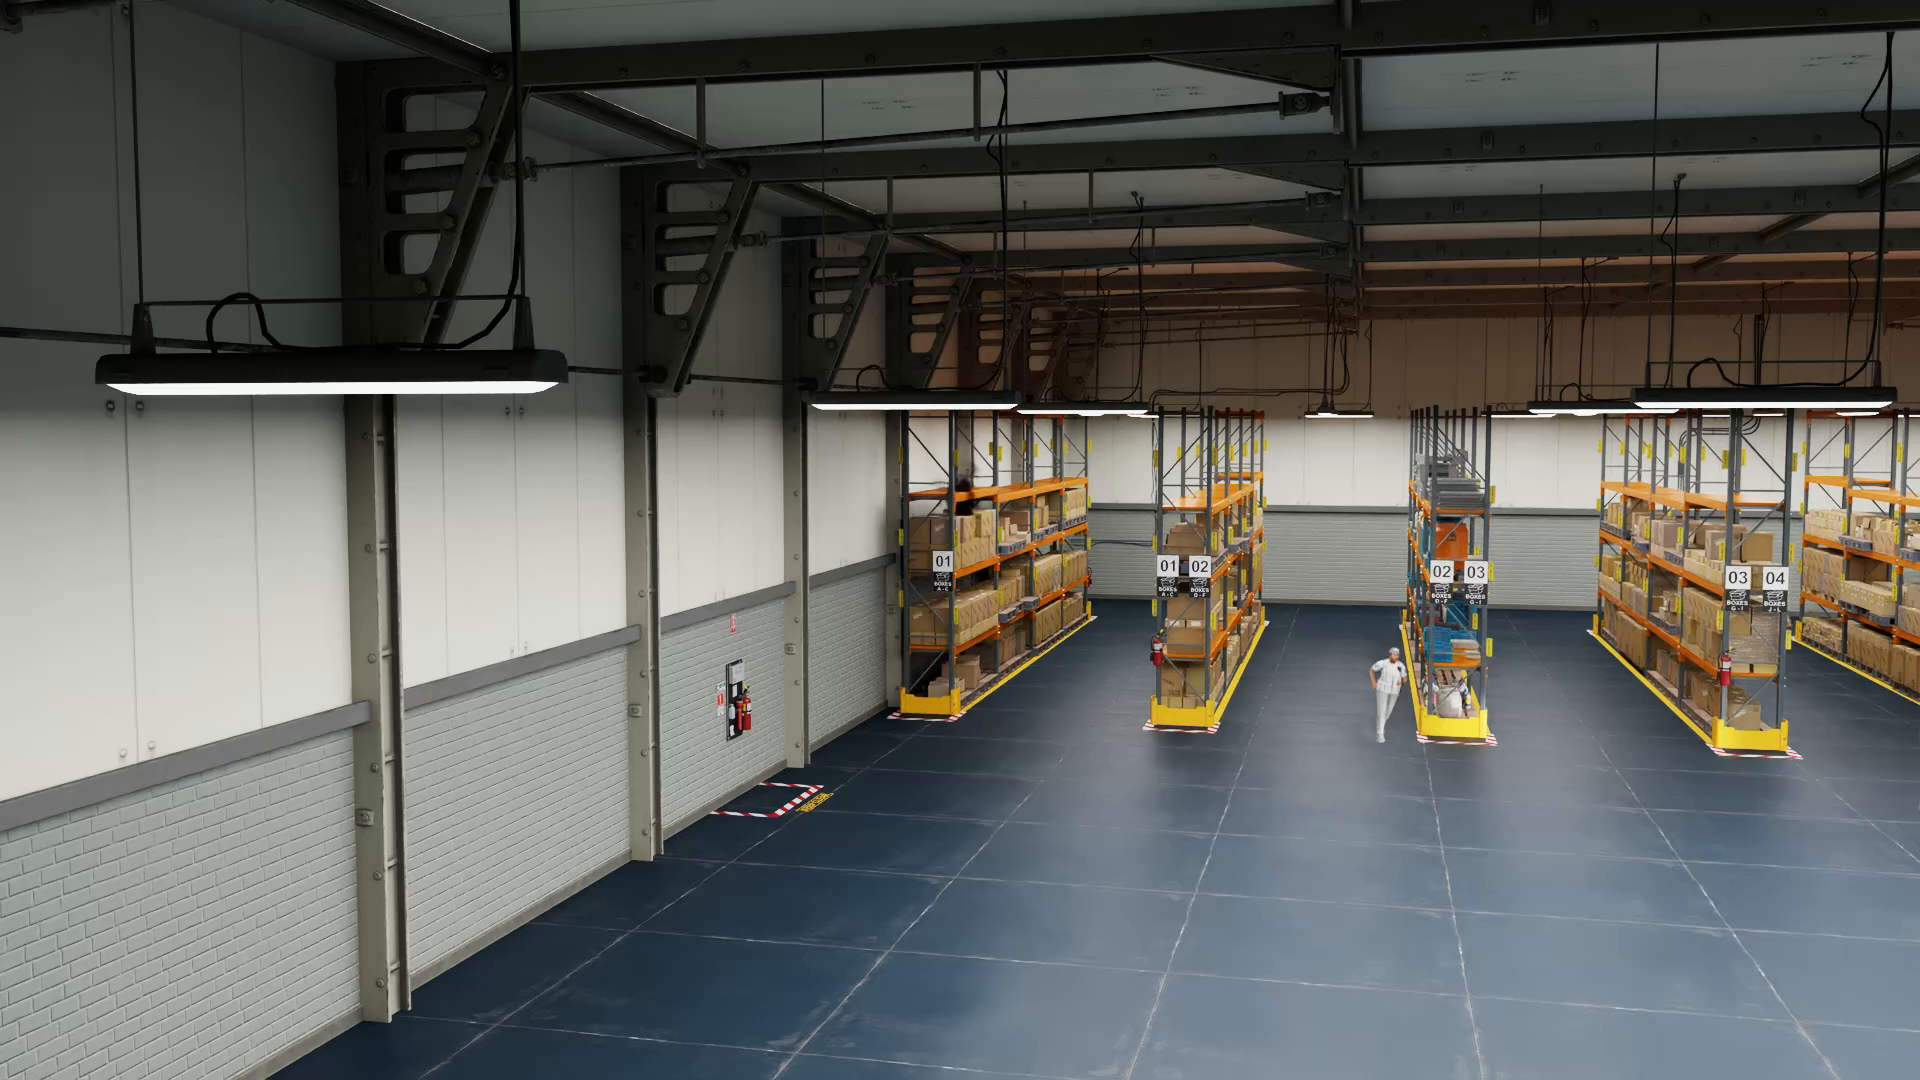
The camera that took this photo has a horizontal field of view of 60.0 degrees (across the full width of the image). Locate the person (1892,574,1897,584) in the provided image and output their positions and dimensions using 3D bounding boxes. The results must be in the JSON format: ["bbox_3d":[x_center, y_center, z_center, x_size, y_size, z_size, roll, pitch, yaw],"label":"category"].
[{"bbox_3d":[24.740,1.762,44.044,0.709,1.690,0.586,1,4,14],"label":"person"}]

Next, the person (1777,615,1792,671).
[{"bbox_3d":[18.308,2.191,37.231,0.573,1.658,0.966,1,4,9],"label":"person"}]

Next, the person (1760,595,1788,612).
[{"bbox_3d":[20.172,1.908,41.283,0.721,1.726,0.654,2,4,20],"label":"person"}]

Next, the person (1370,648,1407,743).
[{"bbox_3d":[7.724,2.750,29.947,0.638,1.652,0.903,0,4,-5],"label":"person"}]
